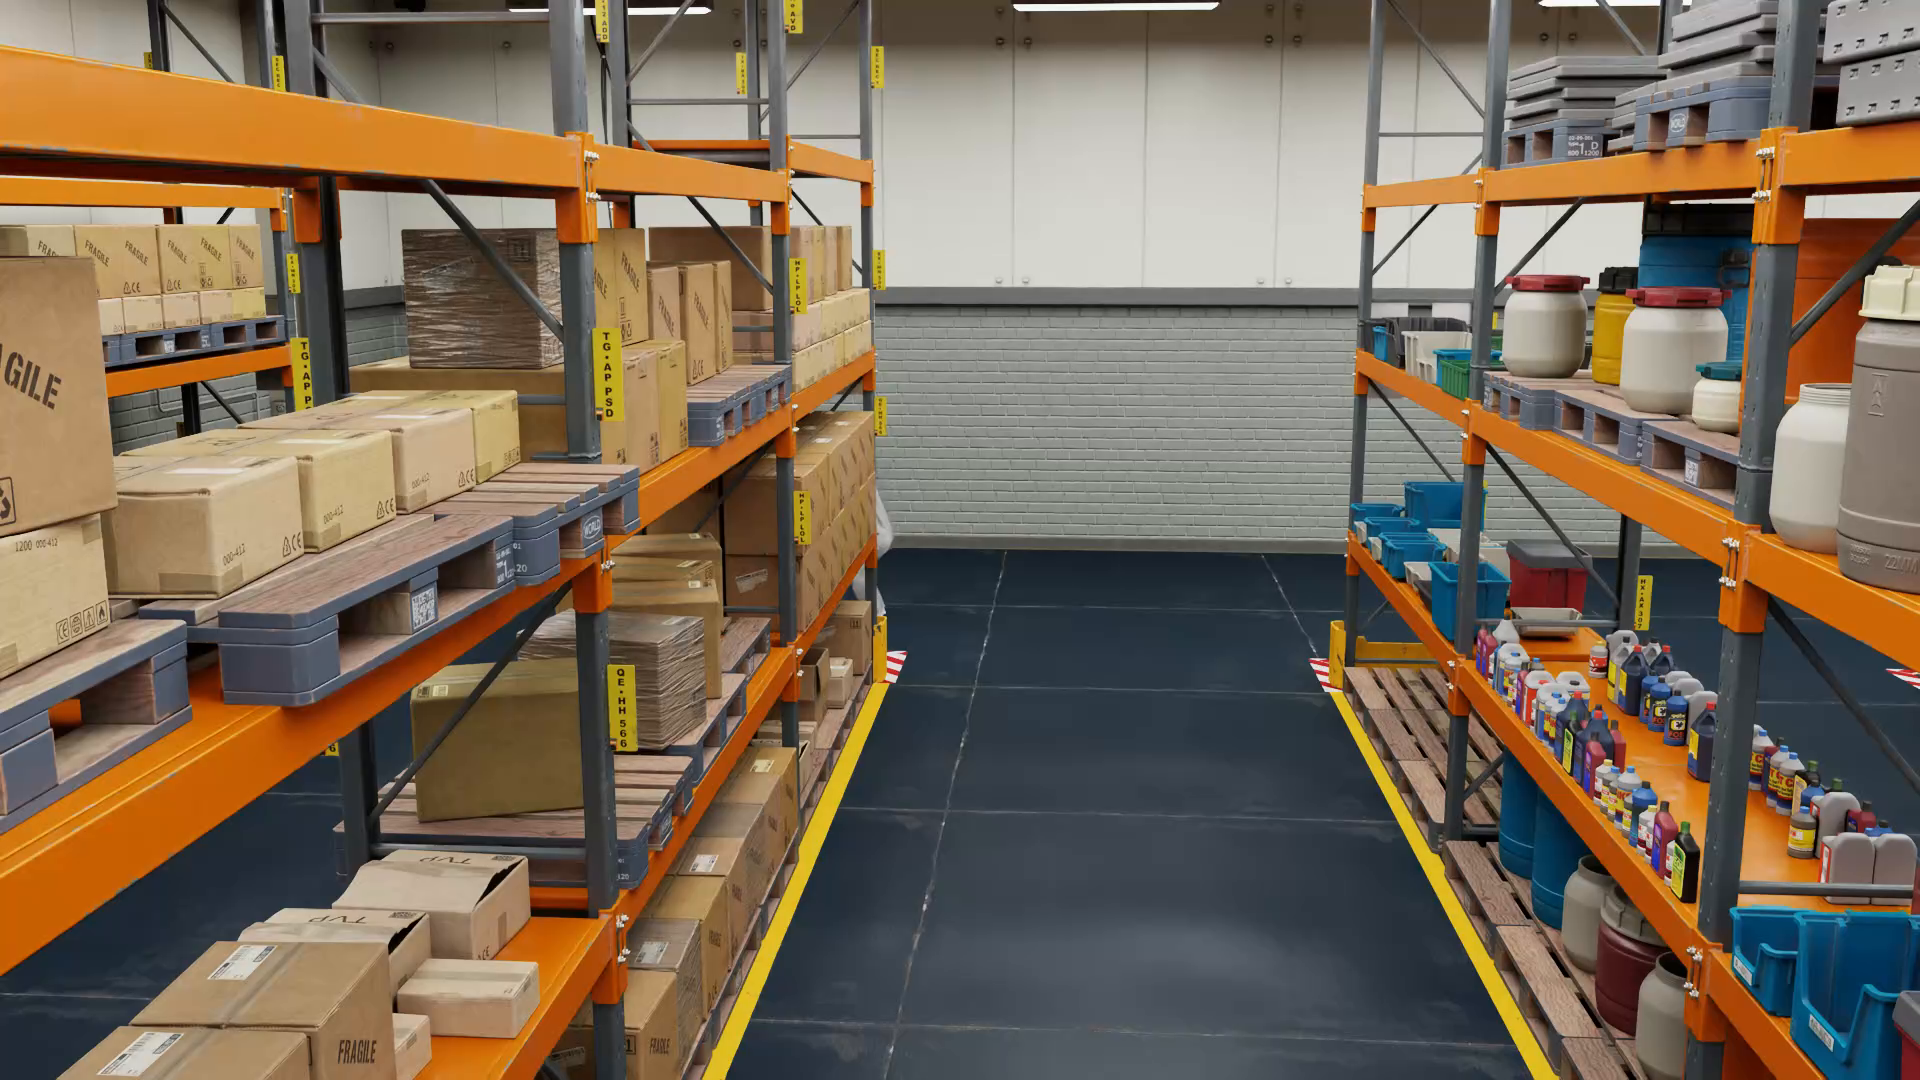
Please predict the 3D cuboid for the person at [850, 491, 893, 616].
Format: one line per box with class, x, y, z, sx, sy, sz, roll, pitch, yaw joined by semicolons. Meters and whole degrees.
person;-0.926;0.121;16.251;0.532;1.326;0.483;1;11;5
